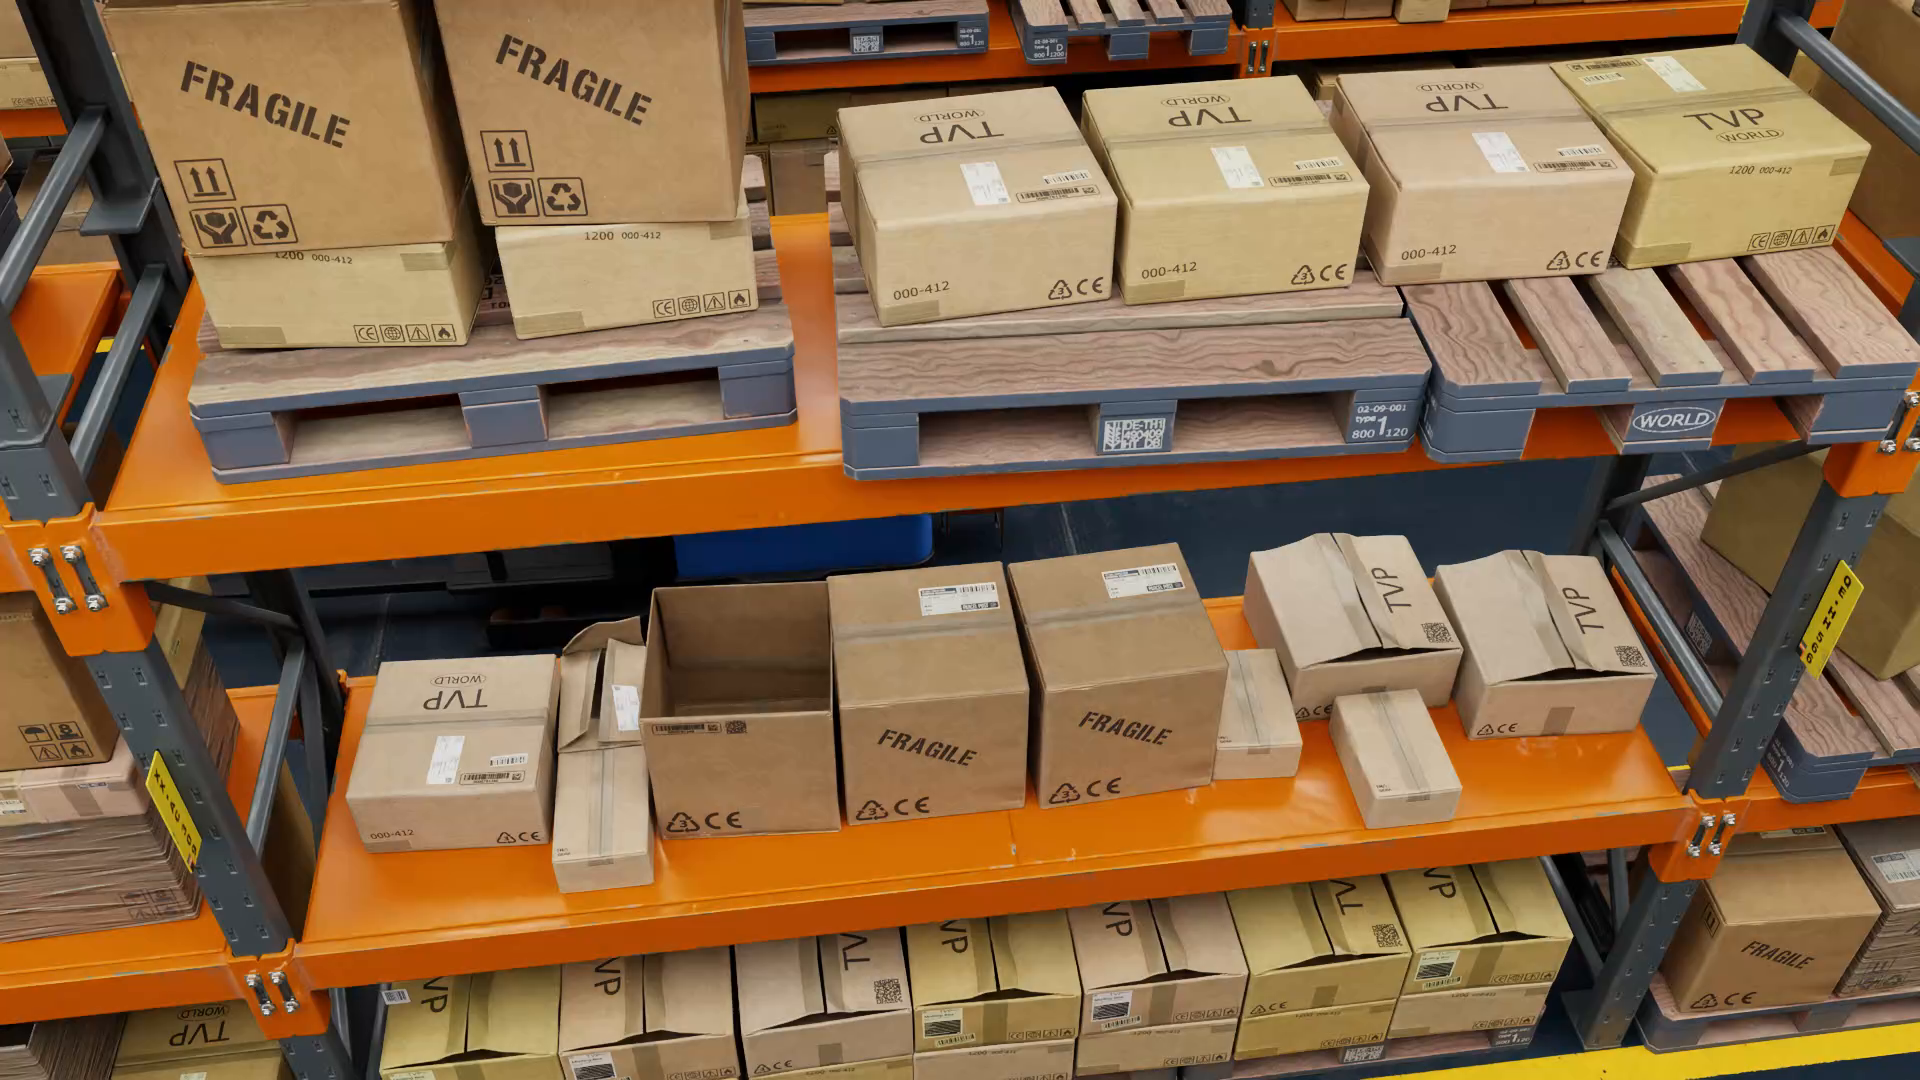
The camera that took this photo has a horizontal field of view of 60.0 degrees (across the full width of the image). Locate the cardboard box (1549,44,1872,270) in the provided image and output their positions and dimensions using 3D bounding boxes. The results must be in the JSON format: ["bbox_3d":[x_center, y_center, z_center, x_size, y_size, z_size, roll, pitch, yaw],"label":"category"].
[{"bbox_3d":[1.644,-0.874,3.754,0.500,0.250,0.500,-8,43,-9],"label":"cardboard box"}]

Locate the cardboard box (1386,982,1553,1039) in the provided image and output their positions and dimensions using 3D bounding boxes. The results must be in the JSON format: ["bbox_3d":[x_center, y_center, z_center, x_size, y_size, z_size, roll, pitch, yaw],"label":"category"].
[{"bbox_3d":[1.597,1.336,5.484,0.500,0.250,0.500,-4,42,-5],"label":"cardboard box"}]

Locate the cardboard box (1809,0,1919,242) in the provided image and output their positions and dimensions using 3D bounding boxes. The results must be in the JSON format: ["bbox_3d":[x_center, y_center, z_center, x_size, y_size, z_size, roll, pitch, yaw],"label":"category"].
[{"bbox_3d":[2.515,-0.948,3.963,0.500,0.500,0.910,-5,42,-6],"label":"cardboard box"}]

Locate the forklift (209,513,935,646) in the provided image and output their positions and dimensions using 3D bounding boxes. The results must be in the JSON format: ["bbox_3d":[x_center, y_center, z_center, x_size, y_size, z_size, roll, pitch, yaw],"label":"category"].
[{"bbox_3d":[-1.652,-1.015,6.402,3.031,2.935,1.130,-4,42,-4],"label":"forklift"}]

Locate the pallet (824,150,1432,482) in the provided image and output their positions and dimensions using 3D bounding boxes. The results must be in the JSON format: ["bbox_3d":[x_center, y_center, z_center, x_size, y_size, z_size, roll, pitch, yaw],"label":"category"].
[{"bbox_3d":[0.317,-0.563,3.751,1.213,0.211,1.003,-3,42,-4],"label":"pallet"}]

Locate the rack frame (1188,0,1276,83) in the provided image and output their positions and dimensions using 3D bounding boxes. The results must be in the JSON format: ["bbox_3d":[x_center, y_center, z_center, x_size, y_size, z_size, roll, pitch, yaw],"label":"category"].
[{"bbox_3d":[1.441,-3.026,8.581,0.127,3.000,1.000,-5,42,-6],"label":"rack frame"}]

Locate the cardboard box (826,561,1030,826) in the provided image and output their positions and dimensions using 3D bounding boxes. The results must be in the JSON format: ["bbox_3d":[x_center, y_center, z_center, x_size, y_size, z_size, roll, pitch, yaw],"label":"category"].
[{"bbox_3d":[-0.097,0.428,4.676,0.500,0.500,0.500,-5,42,-5],"label":"cardboard box"}]

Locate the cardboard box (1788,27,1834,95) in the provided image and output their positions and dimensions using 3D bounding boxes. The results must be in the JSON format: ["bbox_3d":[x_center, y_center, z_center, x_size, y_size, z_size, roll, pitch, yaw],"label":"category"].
[{"bbox_3d":[4.779,-2.589,9.387,0.750,0.750,0.750,-5,42,-5],"label":"cardboard box"}]

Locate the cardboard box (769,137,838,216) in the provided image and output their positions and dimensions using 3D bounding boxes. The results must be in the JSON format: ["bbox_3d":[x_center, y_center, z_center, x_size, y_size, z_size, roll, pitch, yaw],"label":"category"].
[{"bbox_3d":[-0.781,-2.085,9.075,0.500,0.500,0.700,-5,42,-5],"label":"cardboard box"}]

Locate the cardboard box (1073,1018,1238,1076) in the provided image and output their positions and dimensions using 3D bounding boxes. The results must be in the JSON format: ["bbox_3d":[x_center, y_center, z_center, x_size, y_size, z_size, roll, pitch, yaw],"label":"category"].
[{"bbox_3d":[0.587,1.425,5.385,0.500,0.250,0.500,-4,42,-5],"label":"cardboard box"}]

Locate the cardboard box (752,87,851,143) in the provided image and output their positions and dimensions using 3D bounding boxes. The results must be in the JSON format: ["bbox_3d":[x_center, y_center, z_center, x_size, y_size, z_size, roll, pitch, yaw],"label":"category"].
[{"bbox_3d":[-0.846,-2.356,8.815,0.500,0.250,0.500,-6,42,-7],"label":"cardboard box"}]

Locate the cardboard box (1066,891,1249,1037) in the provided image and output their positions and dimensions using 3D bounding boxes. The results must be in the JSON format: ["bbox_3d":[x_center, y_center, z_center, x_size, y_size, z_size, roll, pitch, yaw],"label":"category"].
[{"bbox_3d":[0.584,1.220,5.193,0.500,0.311,0.500,-5,42,-6],"label":"cardboard box"}]

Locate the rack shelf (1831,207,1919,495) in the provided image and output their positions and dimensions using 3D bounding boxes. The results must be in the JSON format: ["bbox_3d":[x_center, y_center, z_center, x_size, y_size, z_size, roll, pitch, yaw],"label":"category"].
[{"bbox_3d":[4.070,-0.757,4.363,4.000,0.370,1.077,-5,42,-6],"label":"rack shelf"}]

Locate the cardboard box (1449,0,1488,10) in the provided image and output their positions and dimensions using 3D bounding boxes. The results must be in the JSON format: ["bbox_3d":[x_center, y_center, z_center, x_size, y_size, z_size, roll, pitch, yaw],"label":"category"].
[{"bbox_3d":[2.556,-2.902,8.616,0.250,0.149,0.380,-5,42,-6],"label":"cardboard box"}]

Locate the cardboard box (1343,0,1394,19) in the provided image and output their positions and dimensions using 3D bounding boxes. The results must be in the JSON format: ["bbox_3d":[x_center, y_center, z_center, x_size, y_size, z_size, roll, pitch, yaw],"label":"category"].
[{"bbox_3d":[2.048,-2.831,8.537,0.250,0.149,0.380,-4,42,-5],"label":"cardboard box"}]

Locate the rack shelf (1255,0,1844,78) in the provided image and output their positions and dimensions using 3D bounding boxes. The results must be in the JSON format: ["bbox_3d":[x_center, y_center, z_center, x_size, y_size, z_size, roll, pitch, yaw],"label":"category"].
[{"bbox_3d":[3.424,-2.933,9.014,4.000,0.370,1.077,-5,42,-6],"label":"rack shelf"}]

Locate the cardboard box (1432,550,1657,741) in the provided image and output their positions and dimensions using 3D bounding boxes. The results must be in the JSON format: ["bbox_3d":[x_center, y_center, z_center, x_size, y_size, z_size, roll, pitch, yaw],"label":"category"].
[{"bbox_3d":[1.720,0.299,4.961,0.500,0.311,0.500,-3,42,-3],"label":"cardboard box"}]

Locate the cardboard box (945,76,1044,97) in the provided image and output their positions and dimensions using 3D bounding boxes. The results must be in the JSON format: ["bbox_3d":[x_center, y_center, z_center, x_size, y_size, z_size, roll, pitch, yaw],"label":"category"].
[{"bbox_3d":[0.160,-2.435,8.903,0.500,0.250,0.500,-4,42,-5],"label":"cardboard box"}]

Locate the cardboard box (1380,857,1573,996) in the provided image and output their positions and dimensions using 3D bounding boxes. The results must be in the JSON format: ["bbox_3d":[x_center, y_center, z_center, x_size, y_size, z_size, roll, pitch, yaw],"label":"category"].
[{"bbox_3d":[1.599,1.129,5.295,0.500,0.311,0.500,-4,42,-4],"label":"cardboard box"}]

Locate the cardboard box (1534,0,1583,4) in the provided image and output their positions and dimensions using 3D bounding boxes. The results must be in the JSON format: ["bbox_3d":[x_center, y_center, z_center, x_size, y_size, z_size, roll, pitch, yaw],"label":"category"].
[{"bbox_3d":[3.070,-2.946,8.664,0.250,0.149,0.380,-4,42,-5],"label":"cardboard box"}]

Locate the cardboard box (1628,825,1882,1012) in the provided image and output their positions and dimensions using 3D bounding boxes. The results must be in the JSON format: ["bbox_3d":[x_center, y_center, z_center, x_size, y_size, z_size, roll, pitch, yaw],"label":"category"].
[{"bbox_3d":[2.575,1.178,5.457,0.500,0.500,0.500,-3,42,-4],"label":"cardboard box"}]

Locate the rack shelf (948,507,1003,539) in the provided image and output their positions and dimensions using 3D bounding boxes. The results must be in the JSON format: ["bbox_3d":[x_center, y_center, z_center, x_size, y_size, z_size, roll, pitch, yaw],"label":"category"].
[{"bbox_3d":[0.053,-0.180,7.312,0.240,0.259,0.215,-5,42,-6],"label":"rack shelf"}]

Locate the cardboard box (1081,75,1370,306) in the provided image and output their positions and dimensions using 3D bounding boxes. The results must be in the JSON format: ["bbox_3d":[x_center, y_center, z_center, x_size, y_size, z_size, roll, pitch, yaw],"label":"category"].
[{"bbox_3d":[0.558,-0.774,3.643,0.500,0.250,0.500,-6,42,-6],"label":"cardboard box"}]

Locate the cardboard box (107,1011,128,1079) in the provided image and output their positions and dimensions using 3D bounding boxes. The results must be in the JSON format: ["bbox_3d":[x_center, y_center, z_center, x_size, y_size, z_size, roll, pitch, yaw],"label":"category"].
[{"bbox_3d":[-2.808,1.698,5.083,0.500,0.250,0.500,-5,42,-6],"label":"cardboard box"}]

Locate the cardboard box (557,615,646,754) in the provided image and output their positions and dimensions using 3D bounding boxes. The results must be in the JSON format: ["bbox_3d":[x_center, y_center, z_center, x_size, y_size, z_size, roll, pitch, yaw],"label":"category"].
[{"bbox_3d":[-1.031,0.462,4.814,0.258,0.266,0.396,-6,42,-7],"label":"cardboard box"}]

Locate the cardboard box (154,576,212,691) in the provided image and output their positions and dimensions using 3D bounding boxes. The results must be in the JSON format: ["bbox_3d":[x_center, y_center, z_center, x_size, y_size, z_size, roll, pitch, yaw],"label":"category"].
[{"bbox_3d":[-2.171,0.227,4.415,0.250,0.149,0.380,-5,42,-6],"label":"cardboard box"}]

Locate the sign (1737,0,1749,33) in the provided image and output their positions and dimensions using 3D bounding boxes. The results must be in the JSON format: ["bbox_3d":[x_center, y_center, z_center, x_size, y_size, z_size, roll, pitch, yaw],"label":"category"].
[{"bbox_3d":[2.018,-1.403,4.156,0.005,0.325,0.100,-5,42,-6],"label":"sign"}]

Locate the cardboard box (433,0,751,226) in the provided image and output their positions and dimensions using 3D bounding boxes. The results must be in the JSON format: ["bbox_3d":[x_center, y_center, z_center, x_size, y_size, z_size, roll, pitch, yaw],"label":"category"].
[{"bbox_3d":[-0.701,-0.974,3.305,0.500,0.500,0.500,-1,42,-1],"label":"cardboard box"}]

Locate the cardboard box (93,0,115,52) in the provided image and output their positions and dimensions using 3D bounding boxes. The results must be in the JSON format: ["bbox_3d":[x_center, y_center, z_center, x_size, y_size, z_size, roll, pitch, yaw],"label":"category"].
[{"bbox_3d":[-3.949,-2.579,7.622,0.500,0.500,0.500,-6,42,-7],"label":"cardboard box"}]

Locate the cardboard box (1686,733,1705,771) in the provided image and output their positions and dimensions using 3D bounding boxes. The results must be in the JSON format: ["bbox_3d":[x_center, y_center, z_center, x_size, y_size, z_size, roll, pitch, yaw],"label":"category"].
[{"bbox_3d":[2.984,0.791,5.887,0.500,0.500,0.500,-3,42,-4],"label":"cardboard box"}]

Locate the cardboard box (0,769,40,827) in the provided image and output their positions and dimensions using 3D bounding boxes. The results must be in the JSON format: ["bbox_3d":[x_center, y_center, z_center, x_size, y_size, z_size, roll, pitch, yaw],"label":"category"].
[{"bbox_3d":[-2.367,0.519,4.092,0.250,0.149,0.380,-6,42,-6],"label":"cardboard box"}]

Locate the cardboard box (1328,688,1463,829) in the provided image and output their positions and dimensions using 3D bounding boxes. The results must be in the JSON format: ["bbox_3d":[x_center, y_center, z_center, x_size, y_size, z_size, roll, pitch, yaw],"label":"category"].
[{"bbox_3d":[1.231,0.618,4.728,0.250,0.149,0.380,-5,42,-6],"label":"cardboard box"}]

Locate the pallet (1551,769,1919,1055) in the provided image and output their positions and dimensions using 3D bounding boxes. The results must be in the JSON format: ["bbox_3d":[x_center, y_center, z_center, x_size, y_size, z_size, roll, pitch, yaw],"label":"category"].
[{"bbox_3d":[2.832,1.259,5.912,1.213,0.211,1.003,-5,42,-6],"label":"pallet"}]

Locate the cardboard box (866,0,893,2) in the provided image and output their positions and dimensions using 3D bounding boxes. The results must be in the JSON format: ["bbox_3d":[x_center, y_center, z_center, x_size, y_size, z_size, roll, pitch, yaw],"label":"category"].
[{"bbox_3d":[-0.256,-3.056,8.211,0.500,0.500,0.700,-5,42,-6],"label":"cardboard box"}]

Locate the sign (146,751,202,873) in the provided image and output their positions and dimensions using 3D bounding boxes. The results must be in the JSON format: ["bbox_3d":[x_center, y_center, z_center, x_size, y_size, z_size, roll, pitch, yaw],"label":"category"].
[{"bbox_3d":[-1.806,0.628,3.824,0.005,0.325,0.100,-5,42,-6],"label":"sign"}]

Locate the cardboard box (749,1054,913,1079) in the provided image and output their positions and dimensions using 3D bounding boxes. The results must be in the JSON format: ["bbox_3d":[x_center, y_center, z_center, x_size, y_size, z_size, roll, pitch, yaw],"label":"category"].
[{"bbox_3d":[-0.427,1.515,5.286,0.500,0.250,0.500,-6,42,-7],"label":"cardboard box"}]

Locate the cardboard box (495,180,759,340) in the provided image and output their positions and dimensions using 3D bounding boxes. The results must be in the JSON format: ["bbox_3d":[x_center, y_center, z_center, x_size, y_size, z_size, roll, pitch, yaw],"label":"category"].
[{"bbox_3d":[-0.723,-0.700,3.561,0.500,0.250,0.500,-9,43,-10],"label":"cardboard box"}]

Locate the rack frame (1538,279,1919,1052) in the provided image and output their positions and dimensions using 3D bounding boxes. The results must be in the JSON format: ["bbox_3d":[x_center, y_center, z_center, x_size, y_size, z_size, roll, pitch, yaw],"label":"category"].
[{"bbox_3d":[2.087,0.263,4.934,0.127,3.000,1.000,-5,42,-6],"label":"rack frame"}]

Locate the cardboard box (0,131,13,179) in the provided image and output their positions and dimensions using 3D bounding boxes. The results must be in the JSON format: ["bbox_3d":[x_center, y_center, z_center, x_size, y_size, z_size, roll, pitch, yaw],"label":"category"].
[{"bbox_3d":[-2.413,-0.880,3.469,0.500,0.500,0.500,-2,42,-2],"label":"cardboard box"}]

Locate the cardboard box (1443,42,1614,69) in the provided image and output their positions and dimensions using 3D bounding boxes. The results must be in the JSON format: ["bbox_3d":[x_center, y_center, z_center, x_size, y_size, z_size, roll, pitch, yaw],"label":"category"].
[{"bbox_3d":[3.056,-2.433,9.214,0.750,0.750,0.750,-5,42,-6],"label":"cardboard box"}]

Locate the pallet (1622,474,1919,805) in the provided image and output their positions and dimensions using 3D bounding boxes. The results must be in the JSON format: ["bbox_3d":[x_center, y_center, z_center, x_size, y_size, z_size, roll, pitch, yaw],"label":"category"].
[{"bbox_3d":[2.750,0.229,5.115,1.003,0.211,1.213,-5,42,-6],"label":"pallet"}]

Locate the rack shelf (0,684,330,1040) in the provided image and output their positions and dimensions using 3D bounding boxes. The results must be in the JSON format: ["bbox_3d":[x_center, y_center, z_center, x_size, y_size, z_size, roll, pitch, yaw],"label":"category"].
[{"bbox_3d":[-3.863,1.051,4.597,4.000,0.370,1.077,-5,42,-6],"label":"rack shelf"}]

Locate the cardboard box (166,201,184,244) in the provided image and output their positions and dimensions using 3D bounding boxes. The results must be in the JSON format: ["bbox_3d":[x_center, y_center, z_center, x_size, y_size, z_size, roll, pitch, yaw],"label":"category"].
[{"bbox_3d":[-4.114,-1.658,8.864,0.250,0.149,0.380,-8,43,-9],"label":"cardboard box"}]

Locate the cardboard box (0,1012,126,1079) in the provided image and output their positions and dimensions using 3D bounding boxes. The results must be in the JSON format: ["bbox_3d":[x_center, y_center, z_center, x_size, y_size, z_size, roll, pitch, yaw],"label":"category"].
[{"bbox_3d":[-2.808,1.418,4.833,0.500,0.500,0.500,-5,42,-6],"label":"cardboard box"}]

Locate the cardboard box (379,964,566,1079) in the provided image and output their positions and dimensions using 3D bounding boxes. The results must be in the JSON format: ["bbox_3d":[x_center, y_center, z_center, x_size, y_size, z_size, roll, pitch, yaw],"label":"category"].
[{"bbox_3d":[-1.437,1.397,4.998,0.500,0.311,0.500,-5,42,-5],"label":"cardboard box"}]

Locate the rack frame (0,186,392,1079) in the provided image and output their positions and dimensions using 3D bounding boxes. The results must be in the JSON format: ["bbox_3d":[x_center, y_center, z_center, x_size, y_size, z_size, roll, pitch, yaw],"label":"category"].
[{"bbox_3d":[-1.879,0.611,4.549,0.127,3.000,1.000,-5,42,-6],"label":"rack frame"}]

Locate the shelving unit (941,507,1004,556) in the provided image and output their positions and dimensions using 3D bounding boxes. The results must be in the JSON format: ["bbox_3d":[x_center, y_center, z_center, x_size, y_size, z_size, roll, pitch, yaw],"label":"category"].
[{"bbox_3d":[0.053,-0.394,7.119,0.252,1.050,0.215,-5,42,-6],"label":"shelving unit"}]

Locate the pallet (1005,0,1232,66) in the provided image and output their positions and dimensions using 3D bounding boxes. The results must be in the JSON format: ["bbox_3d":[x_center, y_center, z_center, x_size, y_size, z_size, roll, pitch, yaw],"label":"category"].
[{"bbox_3d":[0.748,-2.823,8.498,1.003,0.211,1.213,-5,42,-6],"label":"pallet"}]

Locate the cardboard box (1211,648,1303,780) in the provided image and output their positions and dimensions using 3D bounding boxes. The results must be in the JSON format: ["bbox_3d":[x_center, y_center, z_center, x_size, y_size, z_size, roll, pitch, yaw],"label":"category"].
[{"bbox_3d":[0.830,0.505,4.854,0.250,0.149,0.380,-2,42,-2],"label":"cardboard box"}]

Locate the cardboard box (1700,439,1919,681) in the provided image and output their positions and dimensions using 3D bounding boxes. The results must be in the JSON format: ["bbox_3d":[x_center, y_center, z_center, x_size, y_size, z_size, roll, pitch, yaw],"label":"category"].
[{"bbox_3d":[2.697,-0.059,4.903,0.500,0.500,0.700,-19,45,-20],"label":"cardboard box"}]

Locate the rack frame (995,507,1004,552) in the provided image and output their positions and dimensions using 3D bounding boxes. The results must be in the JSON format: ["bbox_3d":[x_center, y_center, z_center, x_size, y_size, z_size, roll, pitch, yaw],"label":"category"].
[{"bbox_3d":[0.174,-0.405,7.130,0.008,1.050,0.200,-5,42,-6],"label":"rack frame"}]

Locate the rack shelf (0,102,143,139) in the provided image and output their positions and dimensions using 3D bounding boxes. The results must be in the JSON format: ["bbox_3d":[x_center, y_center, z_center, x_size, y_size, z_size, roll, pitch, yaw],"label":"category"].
[{"bbox_3d":[-4.509,-2.238,8.244,4.000,0.370,1.077,-5,42,-6],"label":"rack shelf"}]

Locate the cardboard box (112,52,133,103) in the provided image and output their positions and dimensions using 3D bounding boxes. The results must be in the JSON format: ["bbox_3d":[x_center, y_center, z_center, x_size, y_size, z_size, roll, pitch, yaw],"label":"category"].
[{"bbox_3d":[-3.948,-2.297,7.869,0.500,0.250,0.500,-5,42,-6],"label":"cardboard box"}]

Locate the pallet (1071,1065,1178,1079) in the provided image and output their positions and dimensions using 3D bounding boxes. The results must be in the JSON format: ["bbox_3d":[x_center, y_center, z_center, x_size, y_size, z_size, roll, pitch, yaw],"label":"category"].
[{"bbox_3d":[0.058,1.448,5.702,1.213,0.211,1.003,-5,42,-6],"label":"pallet"}]

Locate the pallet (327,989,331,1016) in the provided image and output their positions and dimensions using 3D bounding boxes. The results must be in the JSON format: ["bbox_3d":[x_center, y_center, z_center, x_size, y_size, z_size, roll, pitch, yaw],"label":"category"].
[{"bbox_3d":[-2.673,1.687,5.437,1.213,0.211,1.003,-5,42,-6],"label":"pallet"}]

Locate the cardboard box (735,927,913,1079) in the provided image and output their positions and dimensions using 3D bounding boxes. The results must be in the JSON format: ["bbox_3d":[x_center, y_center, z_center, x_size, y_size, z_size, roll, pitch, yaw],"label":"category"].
[{"bbox_3d":[-0.427,1.311,5.093,0.500,0.311,0.500,-6,42,-7],"label":"cardboard box"}]
